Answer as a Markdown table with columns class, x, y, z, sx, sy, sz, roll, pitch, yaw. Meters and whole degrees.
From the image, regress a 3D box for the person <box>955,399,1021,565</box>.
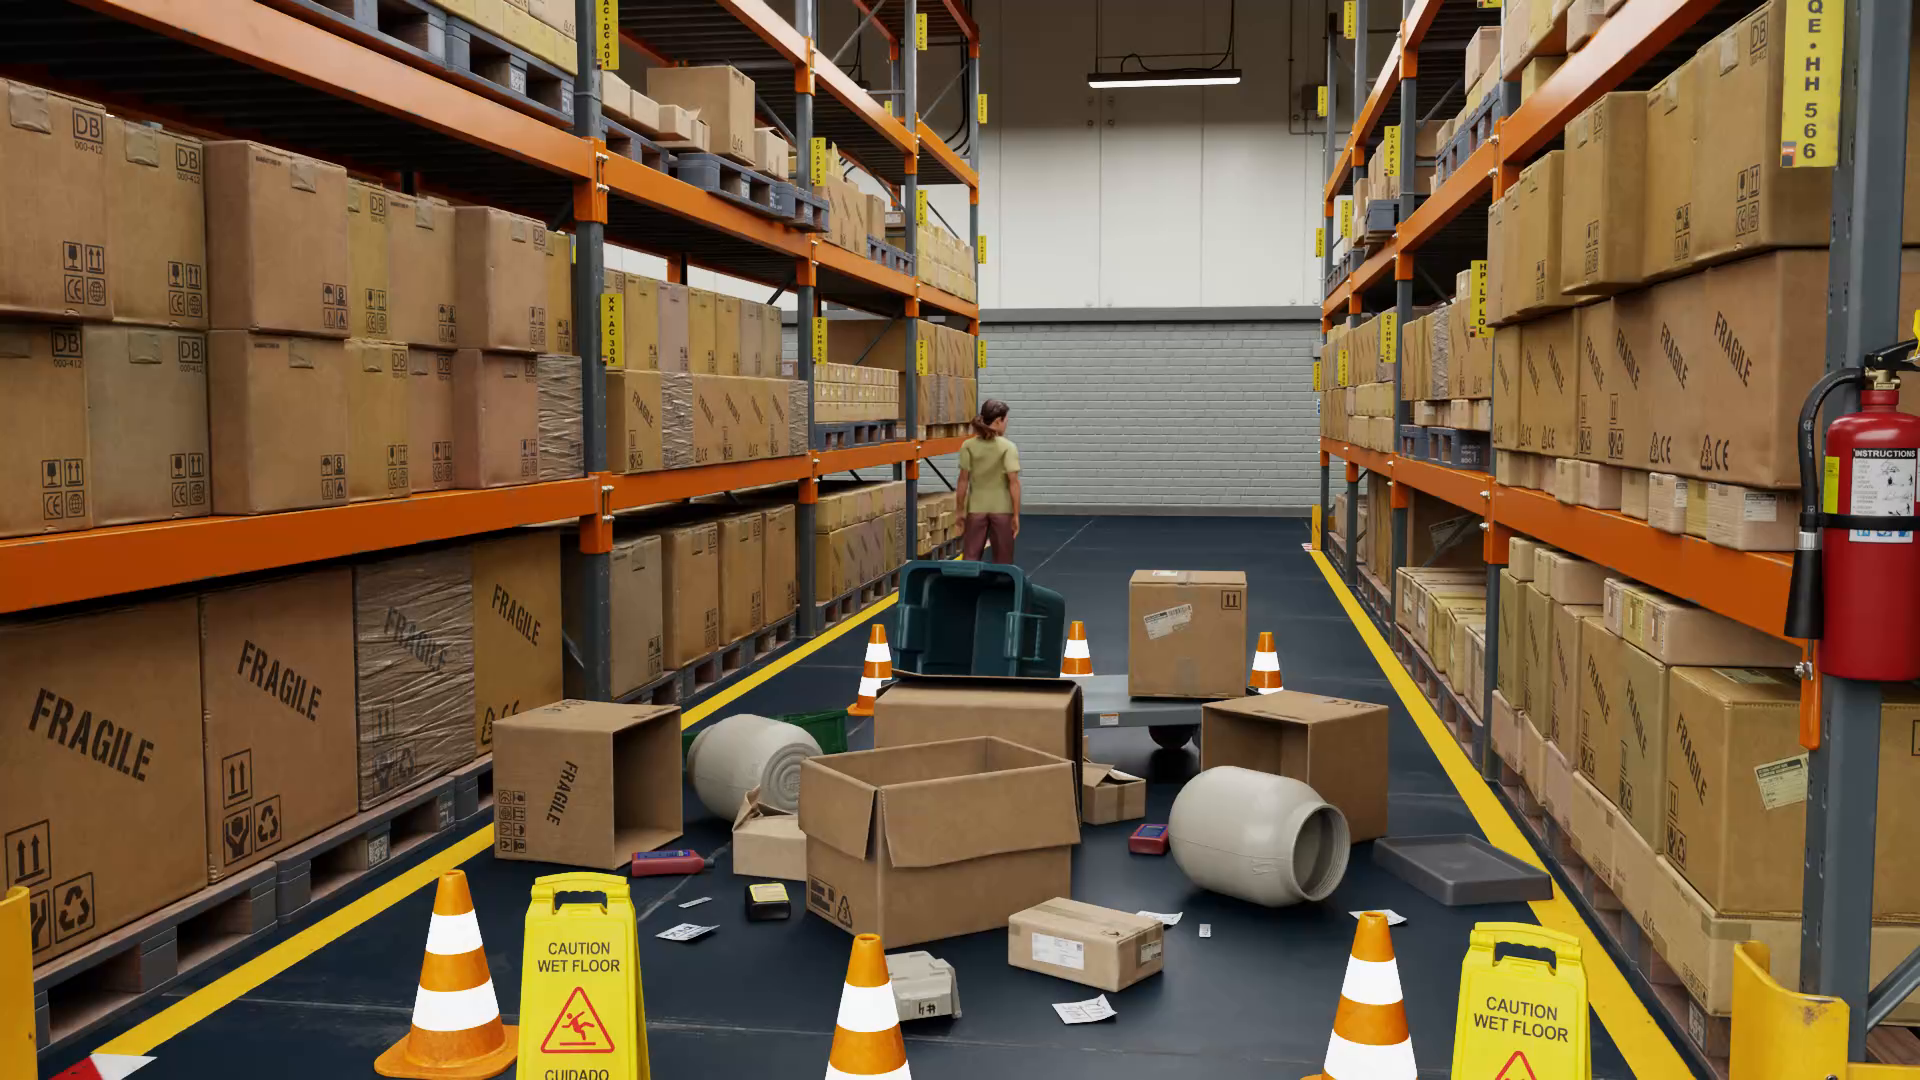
| class | x | y | z | sx | sy | sz | roll | pitch | yaw |
| --- | --- | --- | --- | --- | --- | --- | --- | --- | --- |
| person | 0.204 | -0.160 | 11.718 | 0.478 | 1.665 | 0.723 | 1 | 5 | 13 |
